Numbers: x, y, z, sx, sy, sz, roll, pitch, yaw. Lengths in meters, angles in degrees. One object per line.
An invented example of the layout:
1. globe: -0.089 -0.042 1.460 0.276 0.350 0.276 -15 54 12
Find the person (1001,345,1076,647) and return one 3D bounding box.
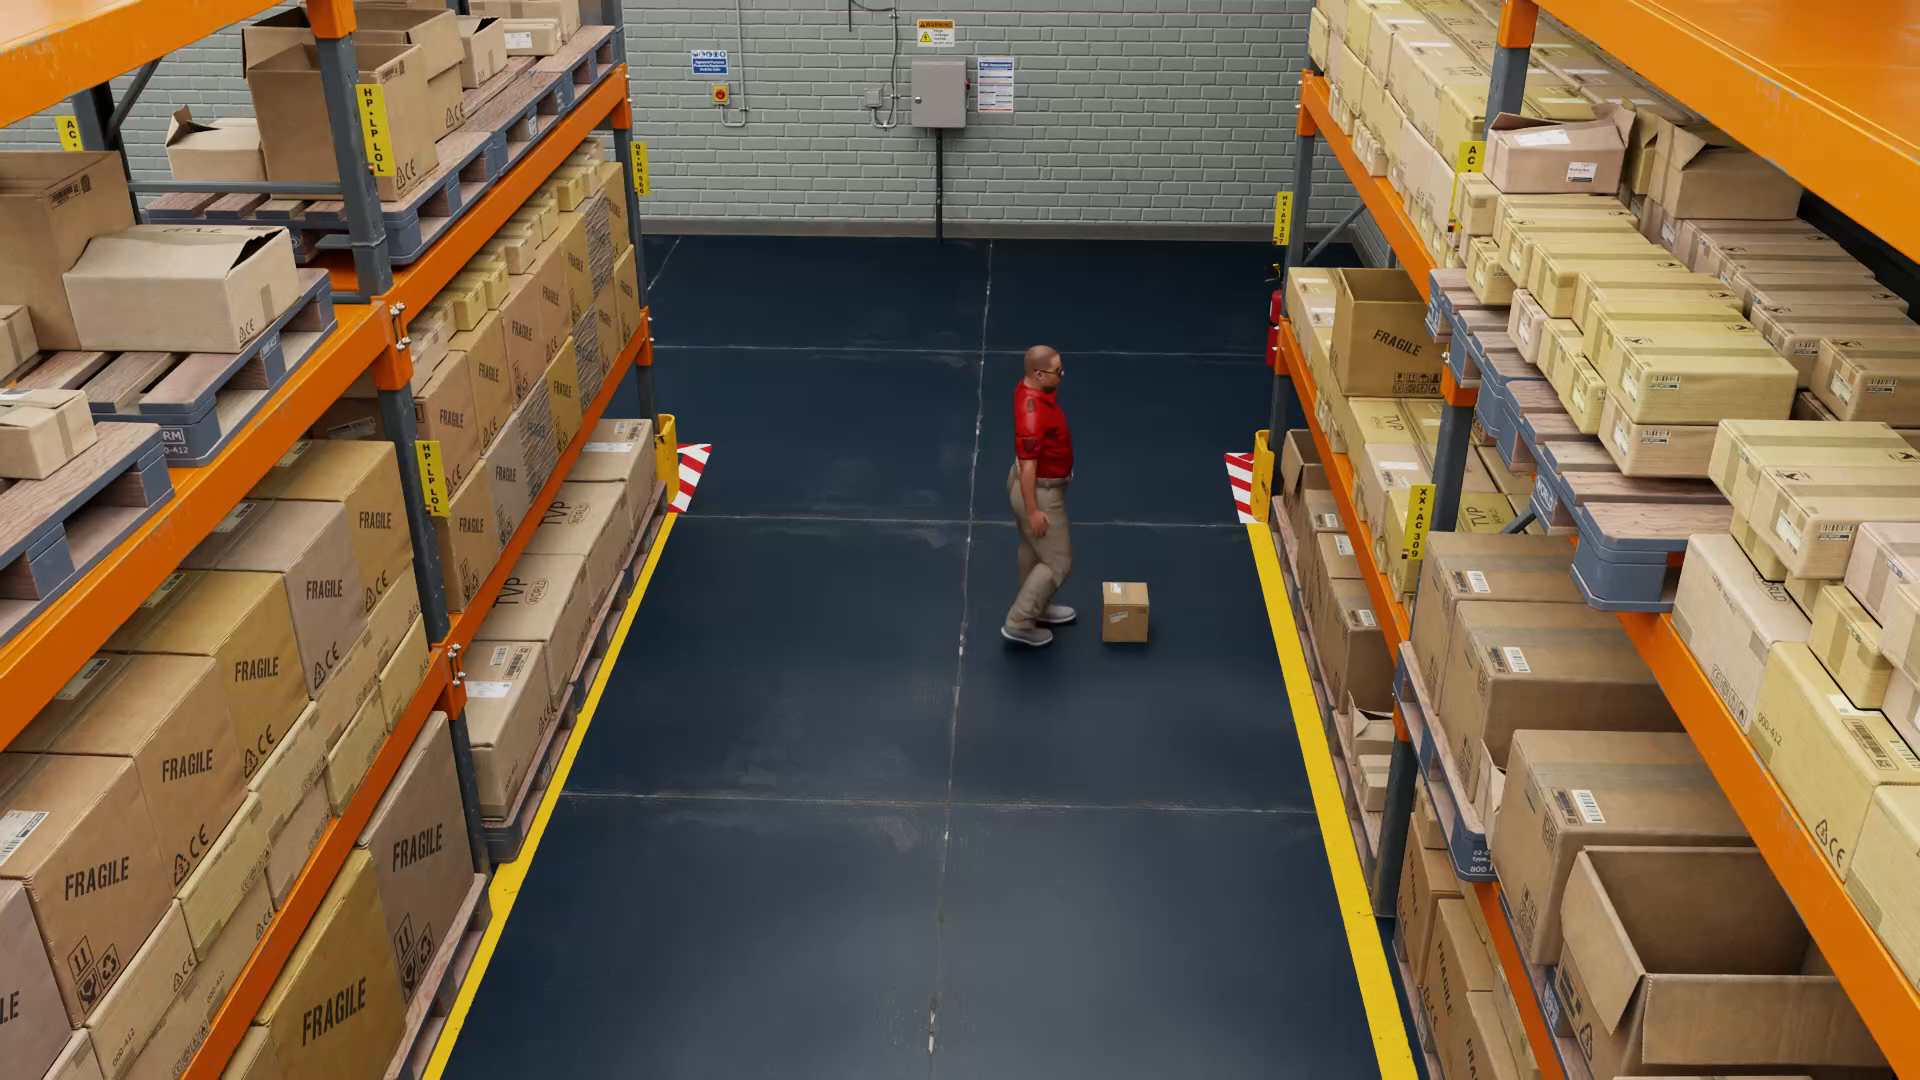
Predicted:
1. person: 0.446 -0.265 9.118 0.458 1.723 0.562 -1 28 -3
